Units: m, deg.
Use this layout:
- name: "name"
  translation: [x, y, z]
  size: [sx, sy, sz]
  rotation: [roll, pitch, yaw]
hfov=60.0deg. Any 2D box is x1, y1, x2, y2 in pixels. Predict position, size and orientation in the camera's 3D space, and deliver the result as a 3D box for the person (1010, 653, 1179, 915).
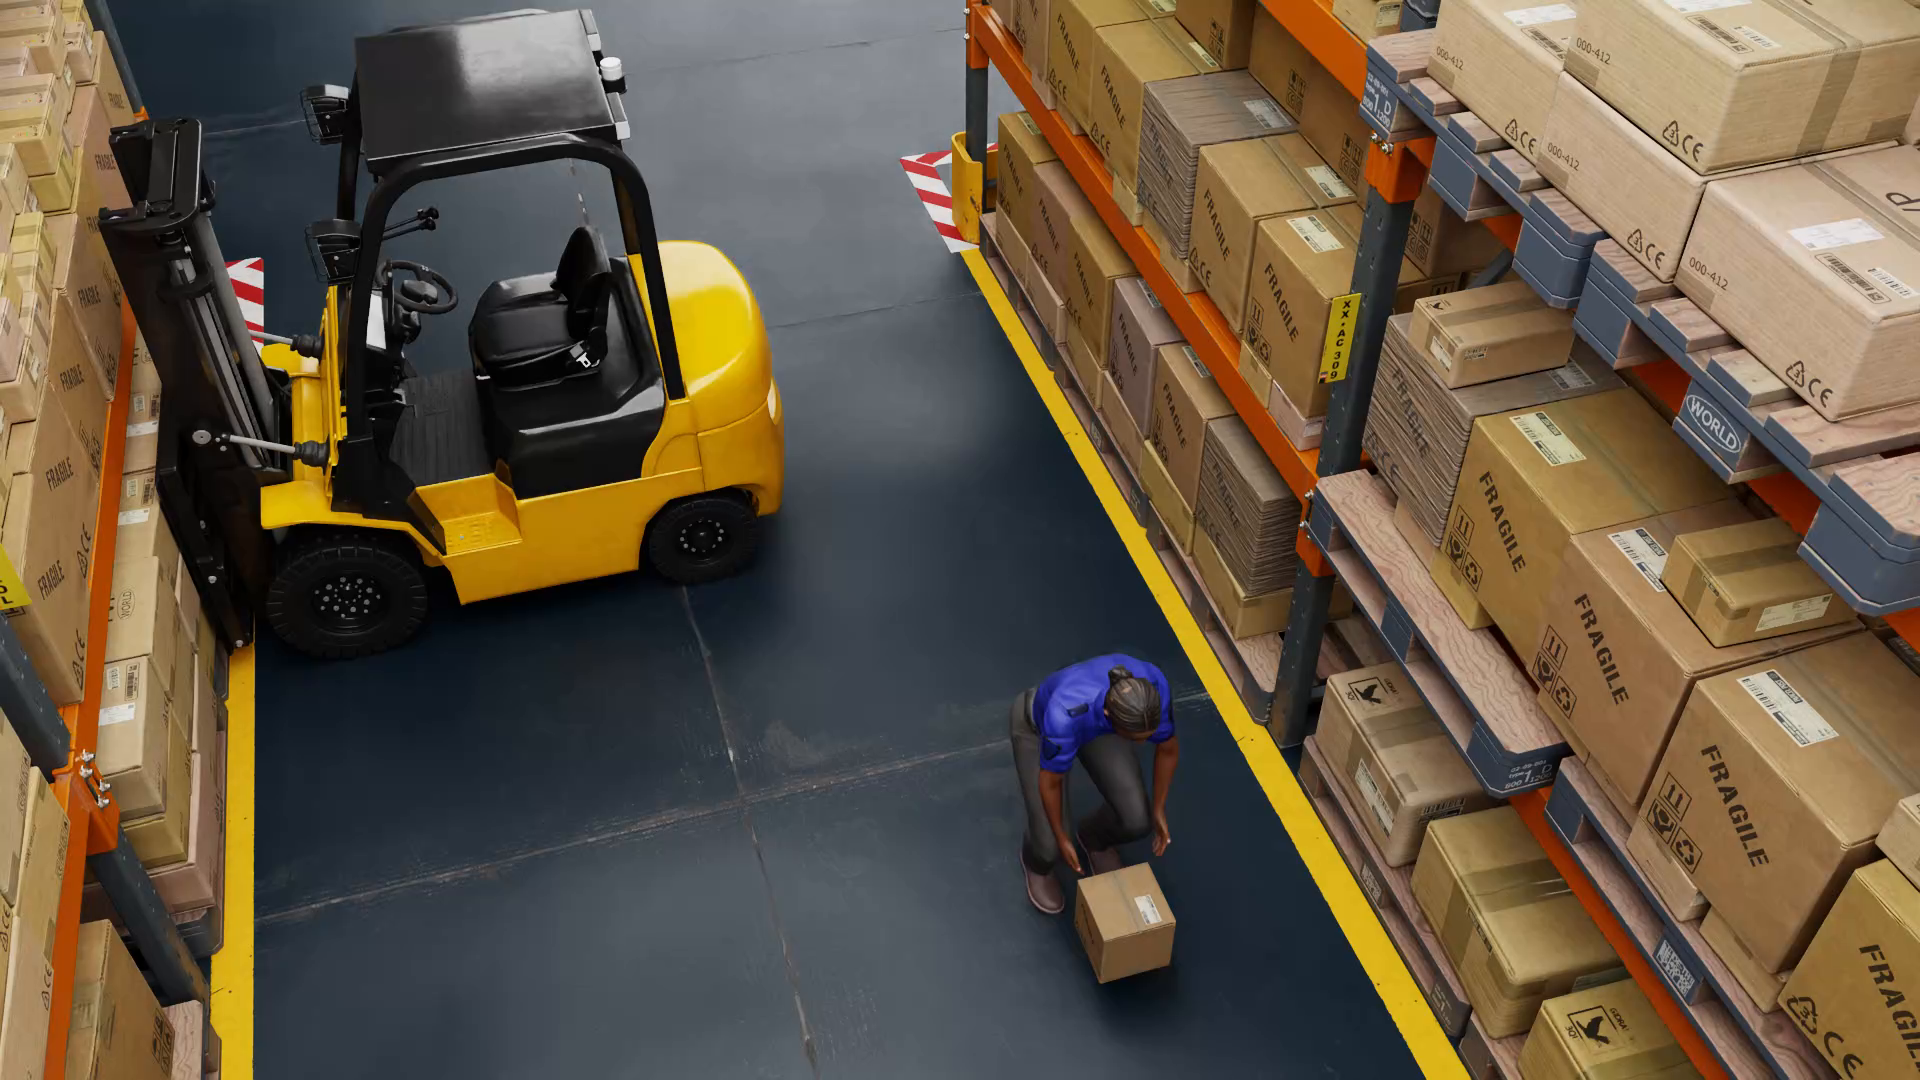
- name: "person"
  translation: [0.453, 0.759, 5.622]
  size: [0.497, 1.280, 0.681]
  rotation: [-12, 44, -13]
